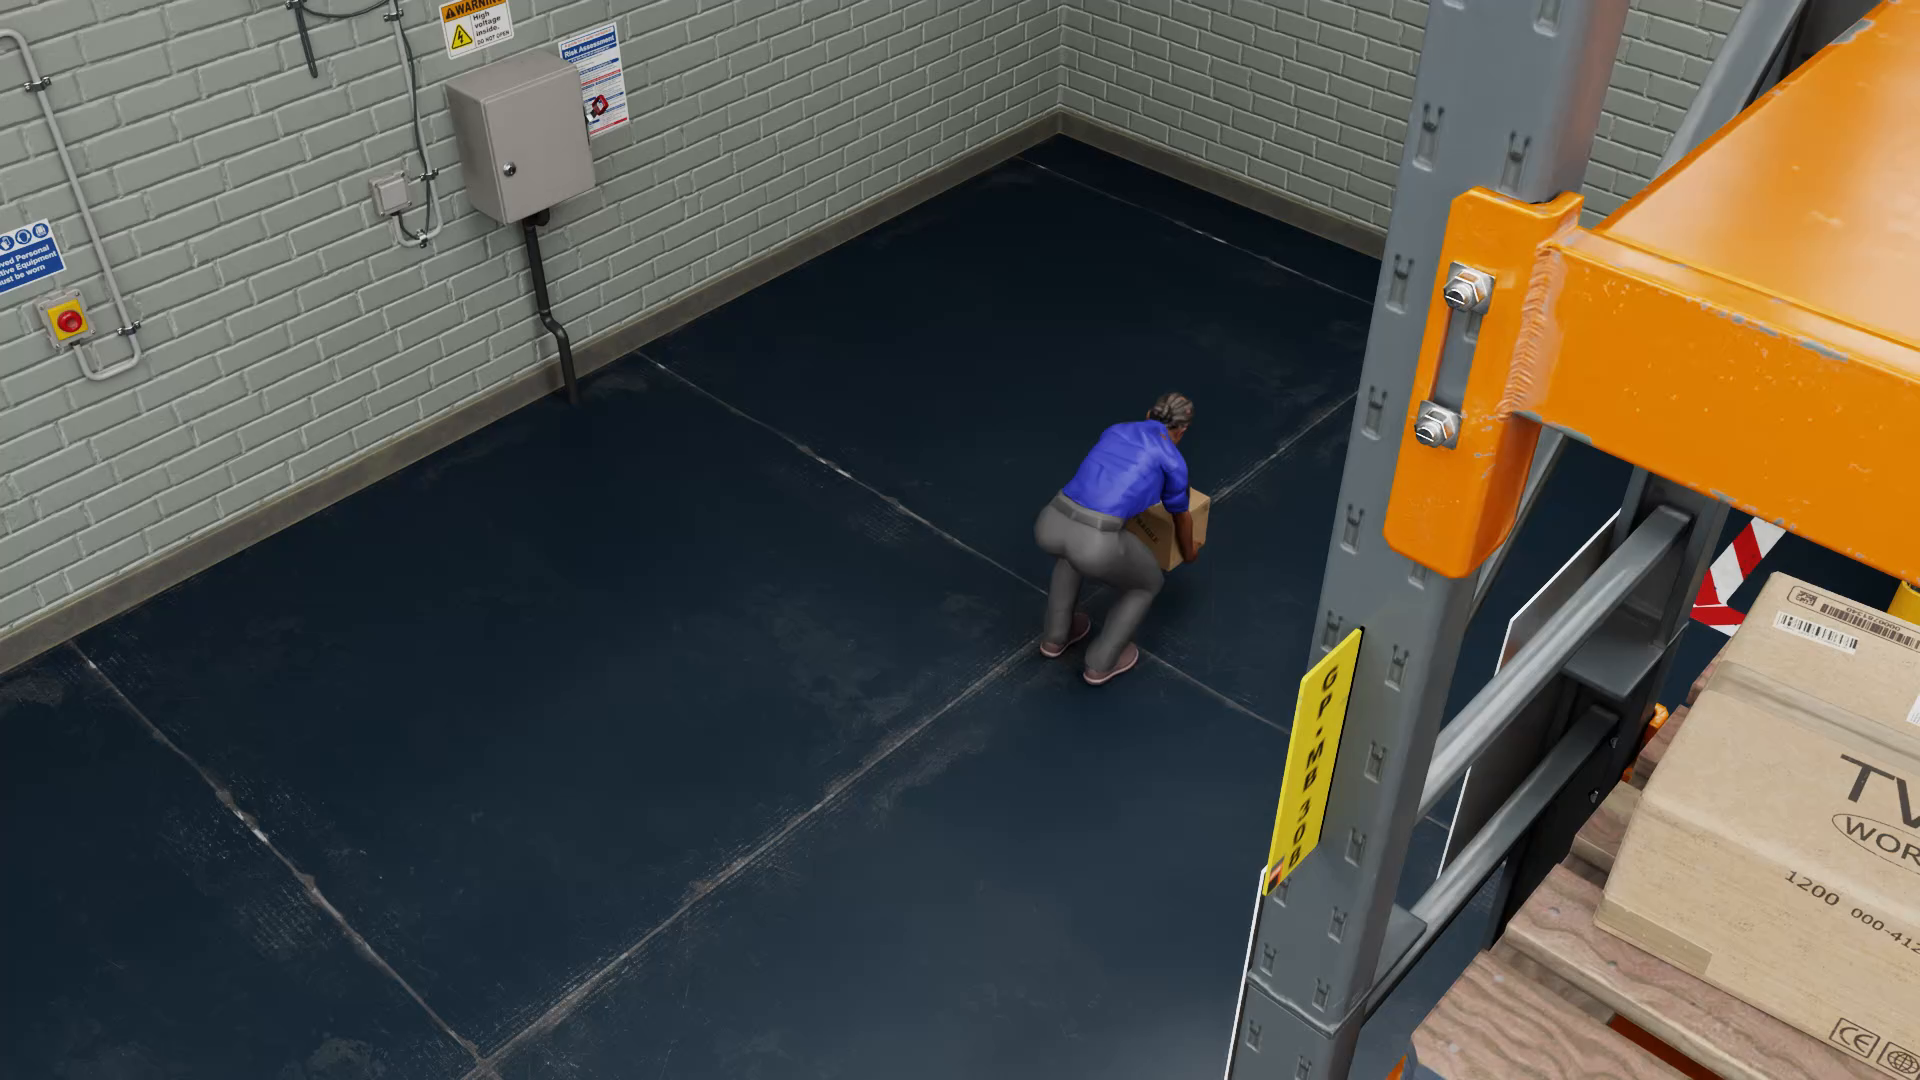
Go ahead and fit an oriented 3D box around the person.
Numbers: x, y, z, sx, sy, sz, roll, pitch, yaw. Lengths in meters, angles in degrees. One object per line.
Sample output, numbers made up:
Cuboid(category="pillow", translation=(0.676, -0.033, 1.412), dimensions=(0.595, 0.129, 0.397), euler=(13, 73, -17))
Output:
Cuboid(category="person", translation=(0.641, -0.006, 6.664), dimensions=(0.460, 1.027, 0.861), euler=(28, 47, 29))
